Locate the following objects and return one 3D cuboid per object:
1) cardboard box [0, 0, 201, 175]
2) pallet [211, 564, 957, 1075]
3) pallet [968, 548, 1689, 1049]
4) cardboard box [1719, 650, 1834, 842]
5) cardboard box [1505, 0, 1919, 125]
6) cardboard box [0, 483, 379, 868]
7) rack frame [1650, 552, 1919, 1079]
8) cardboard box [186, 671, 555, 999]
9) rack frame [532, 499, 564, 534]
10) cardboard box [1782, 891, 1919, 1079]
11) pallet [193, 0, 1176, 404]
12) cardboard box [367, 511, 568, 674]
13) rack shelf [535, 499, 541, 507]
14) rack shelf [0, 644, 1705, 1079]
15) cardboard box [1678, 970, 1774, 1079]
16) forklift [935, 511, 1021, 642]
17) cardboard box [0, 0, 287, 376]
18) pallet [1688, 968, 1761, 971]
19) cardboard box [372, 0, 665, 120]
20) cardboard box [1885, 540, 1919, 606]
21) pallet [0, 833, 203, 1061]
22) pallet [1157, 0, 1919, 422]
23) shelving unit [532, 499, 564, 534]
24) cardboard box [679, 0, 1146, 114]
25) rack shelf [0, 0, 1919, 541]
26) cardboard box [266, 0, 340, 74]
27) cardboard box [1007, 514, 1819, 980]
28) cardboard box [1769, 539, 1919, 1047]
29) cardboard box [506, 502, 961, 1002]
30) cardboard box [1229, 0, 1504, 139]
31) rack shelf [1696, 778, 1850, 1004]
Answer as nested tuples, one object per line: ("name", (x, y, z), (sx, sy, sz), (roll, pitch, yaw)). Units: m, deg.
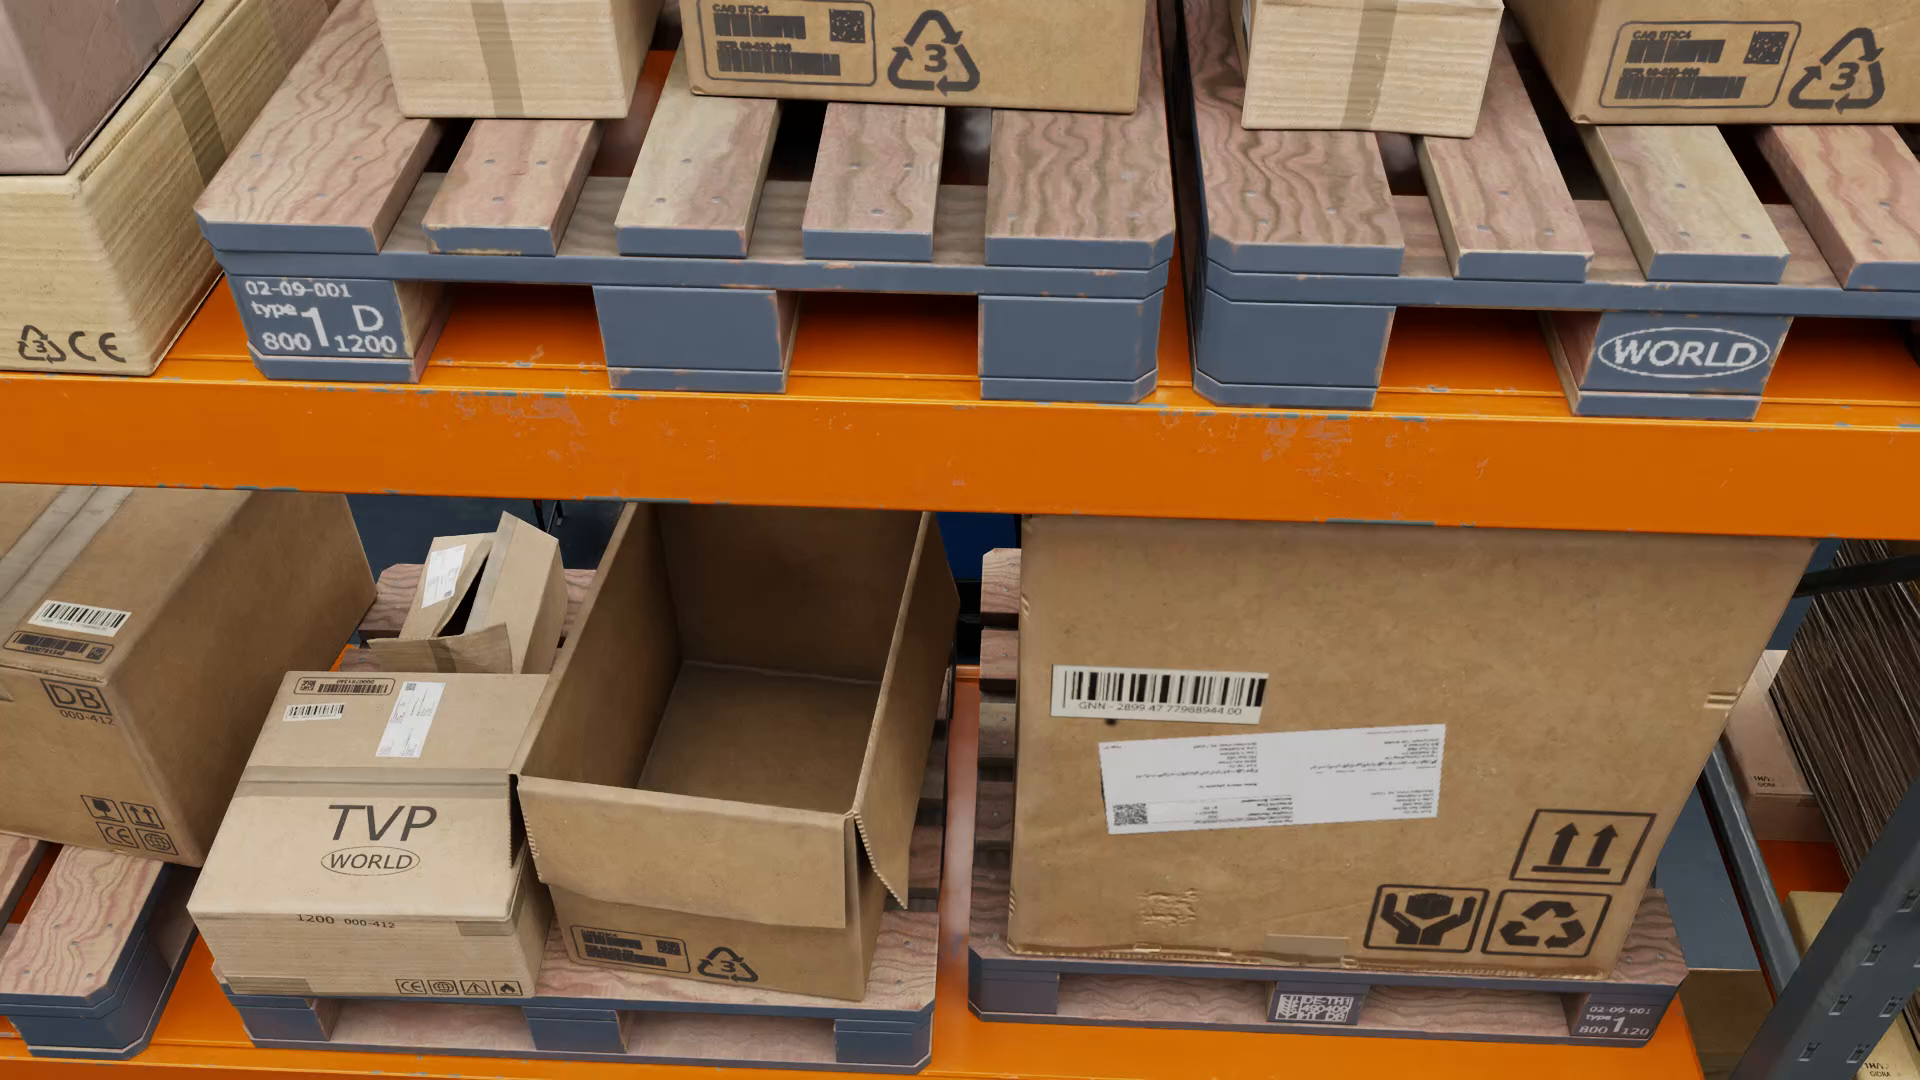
("cardboard box", (-1.138, -0.718, 1.679), (0.500, 0.500, 0.500), (1, 43, 1))
("pallet", (-0.626, 0.484, 3.170), (1.213, 0.211, 1.003), (2, 43, 2))
("pallet", (0.633, 0.452, 3.205), (1.213, 0.211, 1.003), (2, 43, 2))
("cardboard box", (1.618, 0.402, 3.302), (0.250, 0.149, 0.380), (2, 43, 2))
("cardboard box", (0.925, -0.867, 1.895), (0.637, 0.503, 0.797), (0, 43, 0))
("cardboard box", (-1.502, 0.129, 3.029), (0.500, 0.500, 0.700), (8, 44, 8))
("rack frame", (1.390, 0.504, 3.008), (0.127, 3.000, 1.000), (2, 43, 2))
("cardboard box", (-0.942, 0.490, 2.825), (0.500, 0.250, 0.500), (1, 43, 1))
("rack frame", (-1.399, -0.442, 5.344), (0.015, 1.200, 0.240), (0, 43, 0))
("cardboard box", (1.591, 0.807, 2.867), (0.250, 0.149, 0.380), (2, 43, 2))
("pallet", (-0.258, -0.646, 2.180), (1.003, 0.211, 1.213), (2, 43, 2))
("cardboard box", (-0.928, 0.144, 3.185), (0.258, 0.266, 0.396), (1, 43, 1))
("rack shelf", (-1.155, -0.247, 5.525), (0.480, 0.148, 0.258), (0, 43, 0))
("rack shelf", (-0.608, 0.706, 3.319), (4.000, 0.370, 1.077), (2, 43, 2))
("cardboard box", (1.788, 1.304, 3.675), (0.500, 0.500, 0.500), (1, 43, 1))
("forklift", (0.625, -1.072, 4.750), (3.031, 2.935, 1.130), (0, 43, 0))
("cardboard box", (-1.121, -0.448, 1.940), (0.500, 0.250, 0.500), (3, 43, 3))
("pallet", (2.063, 1.521, 3.963), (1.213, 0.211, 1.003), (2, 43, 2))
("cardboard box", (-0.487, -0.651, 1.911), (0.250, 0.166, 0.380), (1, 43, 1))
("cardboard box", (1.852, -0.181, 2.718), (0.500, 0.500, 0.500), (2, 43, 2))
("pallet", (-1.889, 0.401, 3.260), (1.003, 0.211, 1.213), (2, 43, 2))
("pallet", (0.778, -0.616, 2.148), (1.003, 0.211, 1.213), (2, 43, 2))
("shelving unit", (-1.155, -0.441, 5.344), (0.503, 1.200, 0.258), (0, 43, 0))
("cardboard box", (-0.016, -0.895, 1.926), (0.637, 0.503, 0.797), (3, 43, 4))
("rack shelf", (-0.608, -0.392, 2.297), (4.000, 0.370, 1.077), (2, 43, 2))
("cardboard box", (-1.122, -0.791, 2.307), (0.500, 0.250, 0.500), (3, 43, 3))
("cardboard box", (0.603, 0.011, 2.789), (1.000, 1.000, 1.000), (2, 43, 2))
("cardboard box", (1.837, 0.414, 2.813), (0.500, 0.500, 0.875), (2, 43, 2))
("cardboard box", (-0.346, 0.322, 2.820), (0.637, 0.503, 0.797), (6, 43, 6))
("cardboard box", (0.447, -0.659, 1.846), (0.258, 0.266, 0.396), (3, 43, 3))
("rack shelf", (3.388, 0.829, 3.188), (4.000, 0.370, 1.077), (2, 43, 2))
